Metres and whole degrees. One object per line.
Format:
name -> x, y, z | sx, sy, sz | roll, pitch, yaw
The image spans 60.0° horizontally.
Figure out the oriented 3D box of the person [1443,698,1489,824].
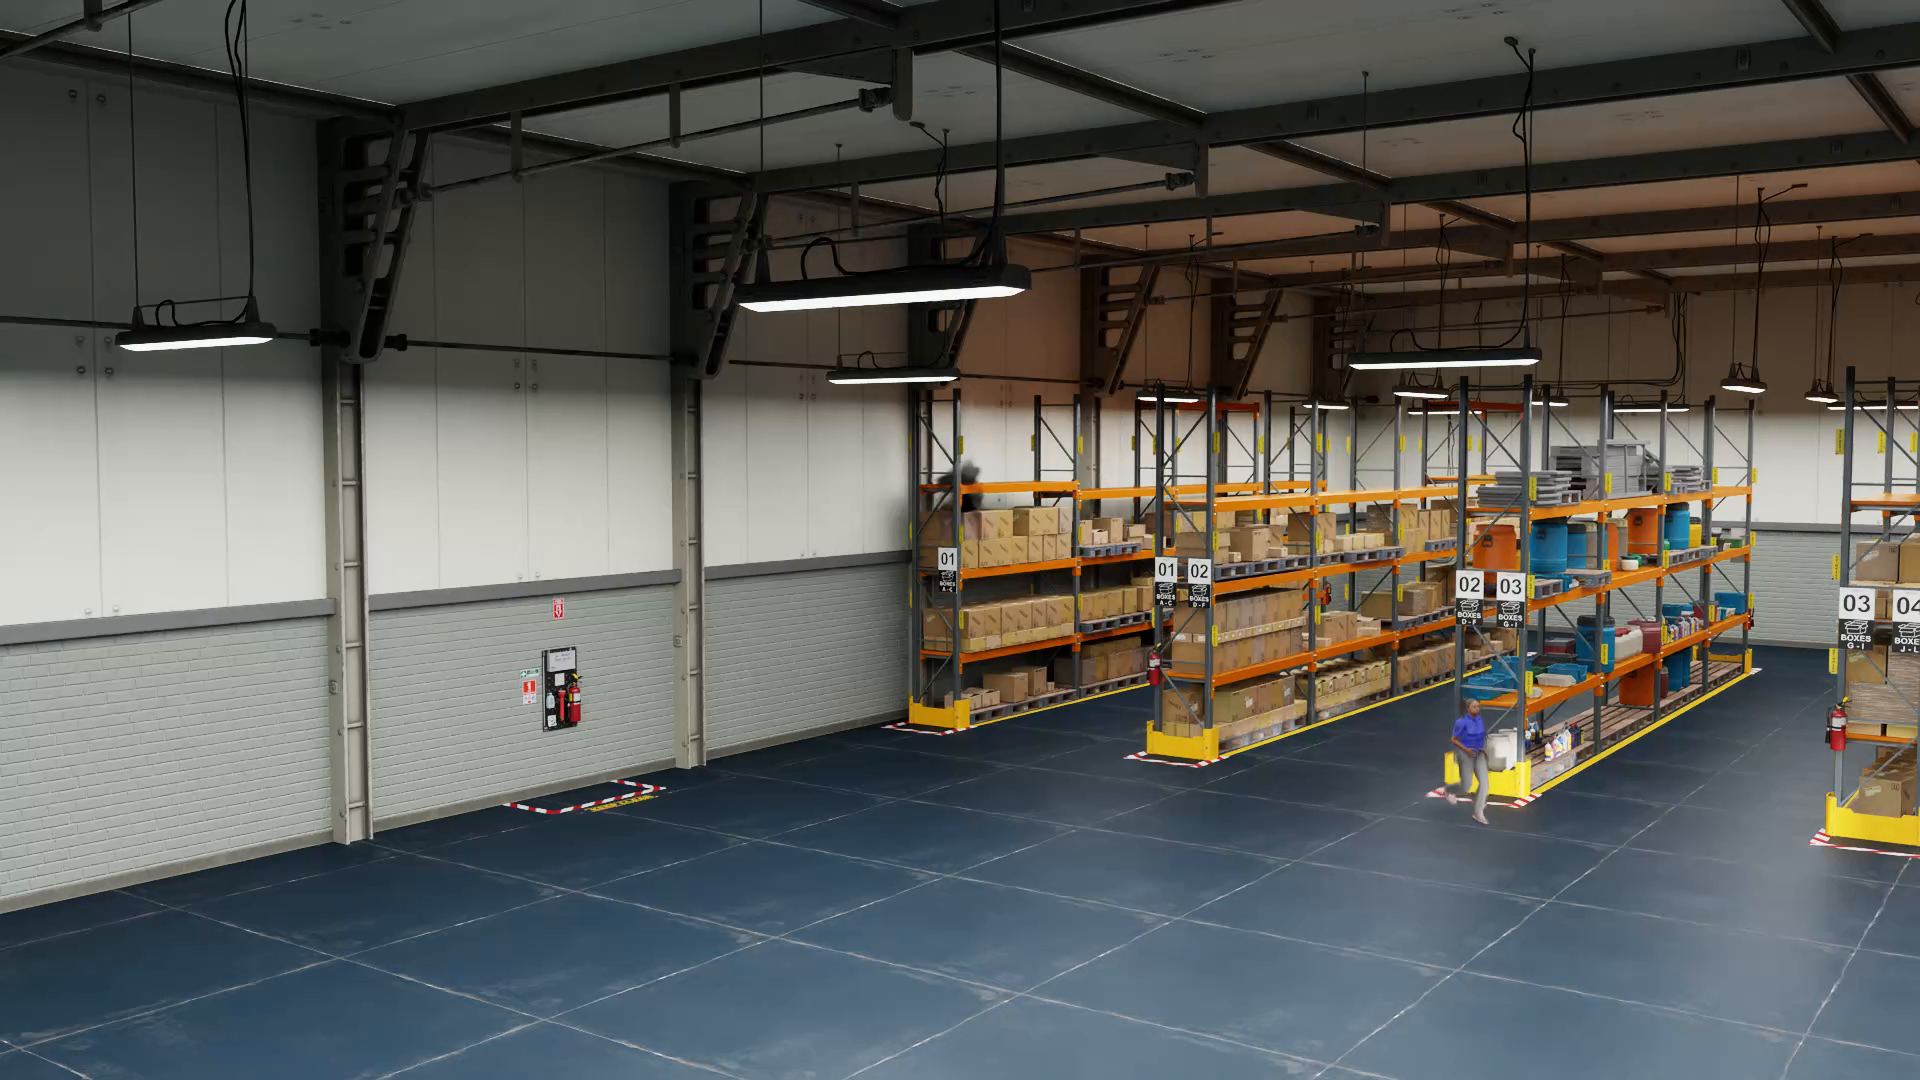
person -> 6.830, 2.934, 22.320 | 0.568, 1.645, 0.827 | -1, 3, -21
